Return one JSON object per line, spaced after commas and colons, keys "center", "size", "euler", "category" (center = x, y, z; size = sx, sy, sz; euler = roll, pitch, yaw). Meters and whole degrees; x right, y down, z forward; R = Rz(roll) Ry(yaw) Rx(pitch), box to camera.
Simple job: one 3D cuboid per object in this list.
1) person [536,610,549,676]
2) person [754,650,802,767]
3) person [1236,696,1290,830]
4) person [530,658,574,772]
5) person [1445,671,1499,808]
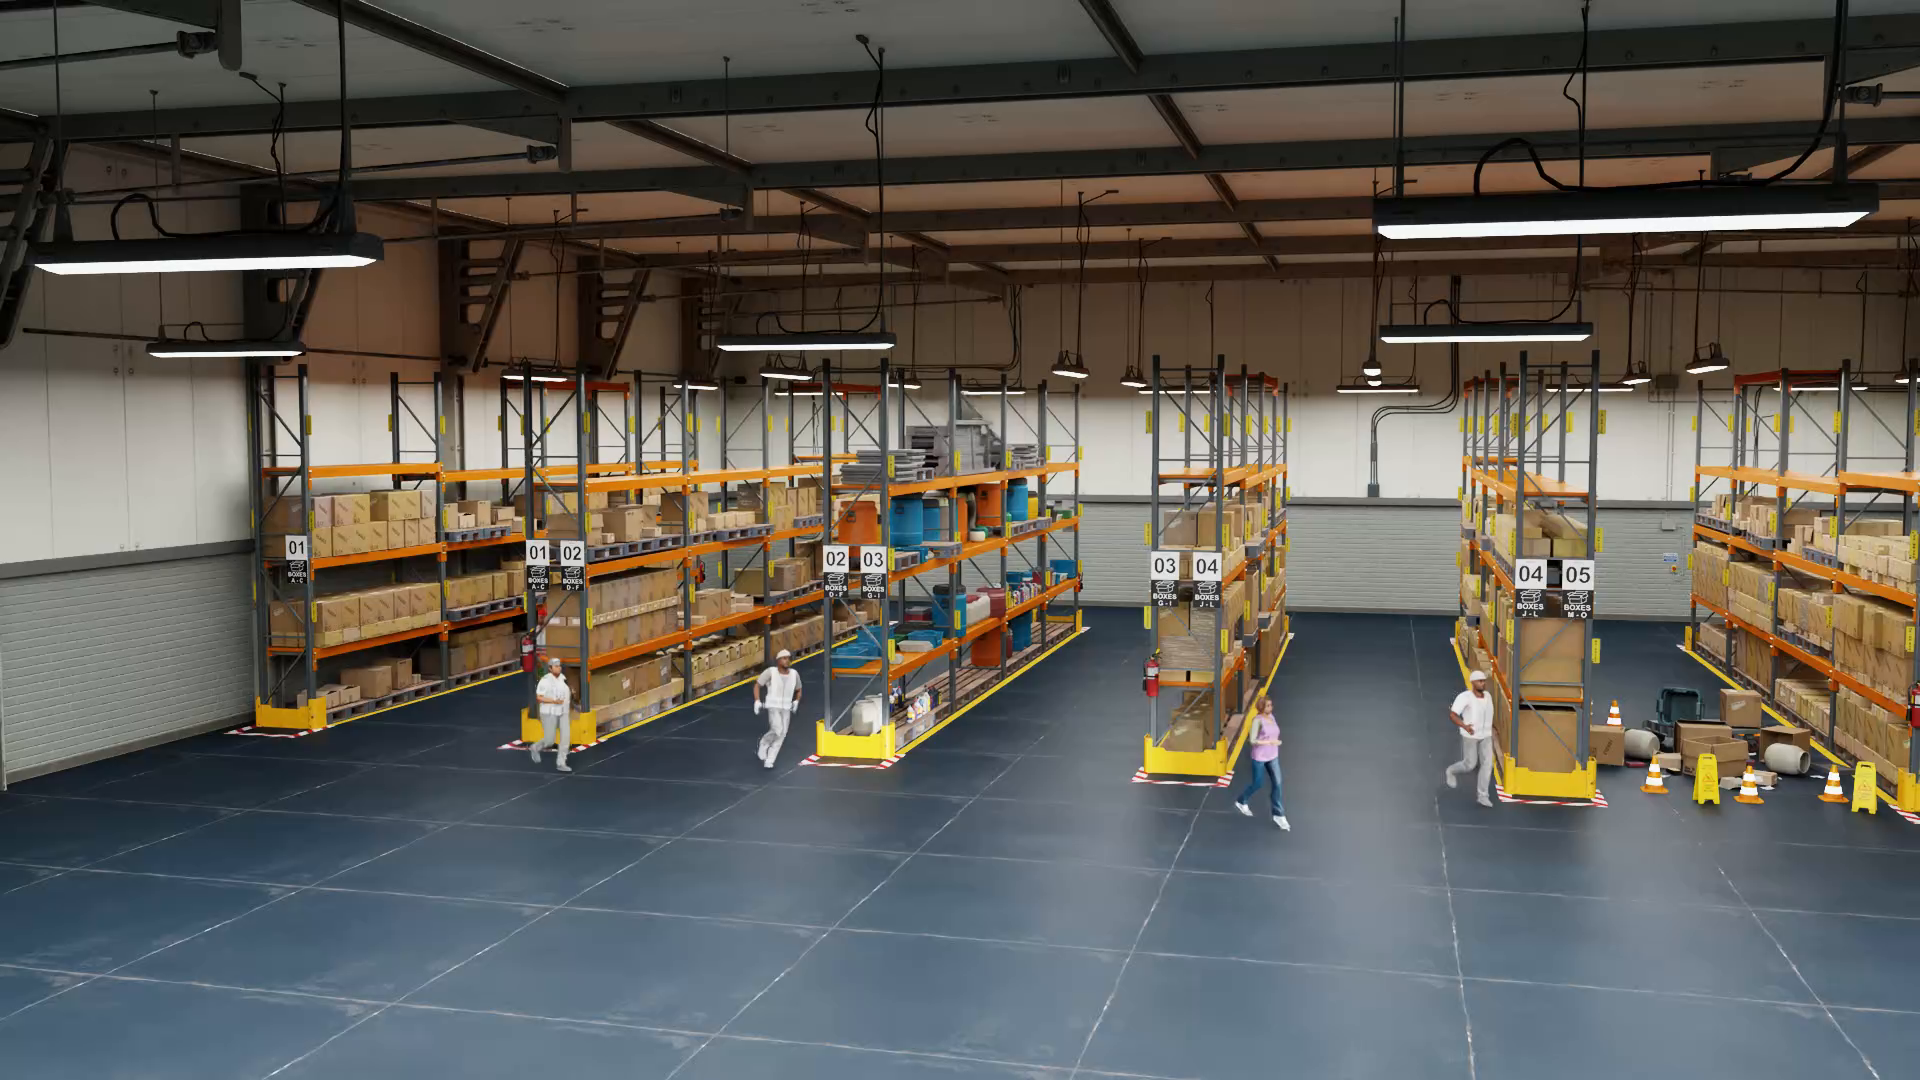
{"center": [-7.359, 2.101, 29.359], "size": [0.643, 1.744, 0.552], "euler": [1, 4, 10], "category": "person"}
{"center": [-2.620, 2.470, 24.339], "size": [0.734, 1.708, 0.551], "euler": [-2, 4, -28], "category": "person"}
{"center": [3.784, 2.759, 20.822], "size": [0.530, 1.629, 0.820], "euler": [-3, 5, -35], "category": "person"}
{"center": [-5.902, 2.518, 24.130], "size": [0.751, 1.635, 0.613], "euler": [3, 5, 37], "category": "person"}
{"center": [6.864, 2.611, 22.126], "size": [0.726, 1.756, 0.930], "euler": [-1, 4, -18], "category": "person"}
